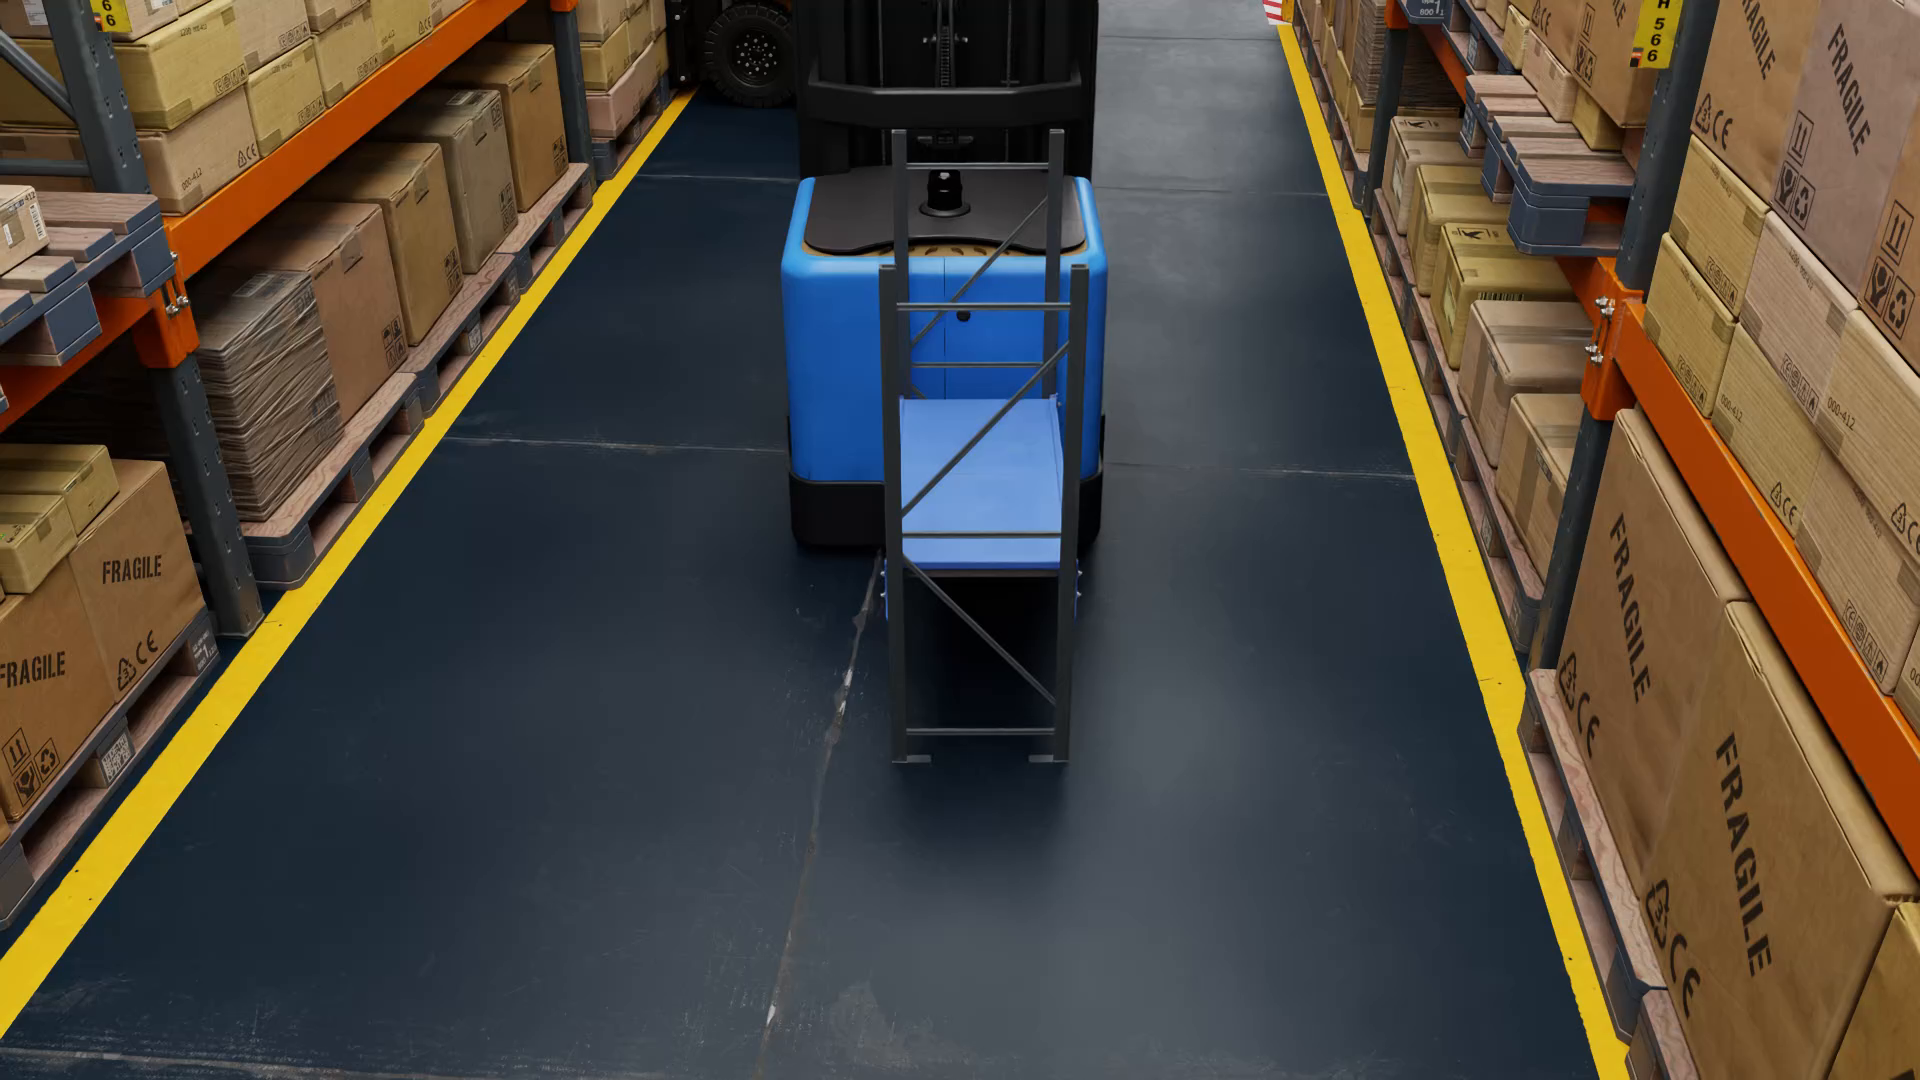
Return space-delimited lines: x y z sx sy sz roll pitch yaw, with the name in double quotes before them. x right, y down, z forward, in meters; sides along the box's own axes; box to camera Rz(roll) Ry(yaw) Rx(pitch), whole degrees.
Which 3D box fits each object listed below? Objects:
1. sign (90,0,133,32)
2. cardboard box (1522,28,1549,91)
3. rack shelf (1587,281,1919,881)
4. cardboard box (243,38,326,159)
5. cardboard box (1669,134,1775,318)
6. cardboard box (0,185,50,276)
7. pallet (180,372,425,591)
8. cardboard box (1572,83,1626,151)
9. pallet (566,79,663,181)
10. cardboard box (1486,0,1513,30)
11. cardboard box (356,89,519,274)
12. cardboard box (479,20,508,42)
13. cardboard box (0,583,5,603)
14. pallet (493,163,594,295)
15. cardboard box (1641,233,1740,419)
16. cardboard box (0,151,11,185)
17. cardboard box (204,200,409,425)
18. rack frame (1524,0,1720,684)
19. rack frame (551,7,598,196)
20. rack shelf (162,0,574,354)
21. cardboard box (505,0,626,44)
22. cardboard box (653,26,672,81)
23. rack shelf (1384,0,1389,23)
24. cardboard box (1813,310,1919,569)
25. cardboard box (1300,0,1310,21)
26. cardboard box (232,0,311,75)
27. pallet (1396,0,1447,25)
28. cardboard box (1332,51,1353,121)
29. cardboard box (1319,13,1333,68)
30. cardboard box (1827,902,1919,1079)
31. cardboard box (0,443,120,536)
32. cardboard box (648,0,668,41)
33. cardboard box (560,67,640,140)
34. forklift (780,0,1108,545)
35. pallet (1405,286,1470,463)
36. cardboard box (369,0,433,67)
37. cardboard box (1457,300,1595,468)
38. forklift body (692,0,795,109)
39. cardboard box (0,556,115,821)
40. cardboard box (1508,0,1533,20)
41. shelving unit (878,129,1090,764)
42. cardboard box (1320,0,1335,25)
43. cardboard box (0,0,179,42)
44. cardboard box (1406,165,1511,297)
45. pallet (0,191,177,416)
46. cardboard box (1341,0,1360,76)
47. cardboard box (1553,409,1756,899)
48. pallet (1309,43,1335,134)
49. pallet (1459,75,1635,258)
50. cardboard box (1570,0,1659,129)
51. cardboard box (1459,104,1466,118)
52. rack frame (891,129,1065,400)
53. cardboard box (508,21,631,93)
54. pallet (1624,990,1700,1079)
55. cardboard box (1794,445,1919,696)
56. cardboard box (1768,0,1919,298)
"sign" -2.192 -1.457 4.226 0.100 0.325 0.005 2 32 4
"cardboard box" 1.960 -1.467 5.111 0.380 0.149 0.250 1 32 2
"rack shelf" 2.051 0.547 2.690 1.077 0.370 4.000 2 32 4
"cardboard box" -2.408 -1.436 5.364 0.500 0.250 0.500 2 32 3
"cardboard box" 1.926 -0.700 3.693 0.500 0.250 0.500 2 32 4
"cardboard box" -2.405 -0.728 3.911 0.380 0.149 0.250 3 32 5
"pallet" -2.628 -0.257 5.966 1.003 0.211 1.213 2 32 4
"cardboard box" 1.955 -1.202 4.681 0.380 0.149 0.250 3 32 5
"pallet" -2.302 -2.334 9.336 1.003 0.211 1.213 2 32 4
"cardboard box" 2.053 -1.872 5.768 0.380 0.149 0.250 1 32 2
"cardboard box" -2.511 -1.596 7.344 0.875 0.625 0.625 2 32 3
"cardboard box" -2.561 -2.807 8.713 0.500 0.250 0.500 3 32 5
"cardboard box" -2.579 0.143 4.024 0.380 0.149 0.250 1 32 2
"pallet" -2.430 -1.533 8.037 1.003 0.211 1.213 2 32 4
"cardboard box" 1.923 -0.496 3.839 0.500 0.250 0.500 2 32 3
"cardboard box" -2.952 -1.198 4.977 0.500 0.250 0.500 2 32 3
"cardboard box" -2.624 -0.851 6.135 0.875 0.625 0.625 3 32 6
"rack frame" 2.213 -0.805 4.198 1.000 3.000 0.127 2 32 4
"rack frame" -2.408 -3.107 7.933 1.000 3.000 0.127 2 32 4
"rack shelf" -2.571 -1.755 6.425 1.077 0.370 4.000 2 32 4
"cardboard box" -2.056 -2.781 8.670 0.500 0.250 0.500 2 32 3
"cardboard box" -1.987 -2.890 9.800 0.500 0.250 0.500 3 32 5
"rack shelf" 2.702 -3.637 9.478 1.077 0.370 4.000 2 32 4
"cardboard box" 1.830 -0.170 2.833 0.500 0.250 0.500 2 32 4
"cardboard box" 2.523 -3.587 10.932 0.500 0.250 0.500 2 32 4
"cardboard box" -2.413 -1.648 5.231 0.500 0.250 0.500 3 32 6
"pallet" 2.332 -2.422 7.004 1.003 0.211 1.213 2 32 4
"cardboard box" 2.353 -2.505 9.176 0.500 0.250 0.500 2 32 3
"cardboard box" 2.443 -3.034 10.035 0.500 0.250 0.500 5 32 7
"cardboard box" 1.924 1.212 2.550 0.875 0.875 0.875 3 32 5
"cardboard box" -2.522 -0.137 4.478 0.380 0.149 0.250 1 32 2
"cardboard box" -1.970 -3.094 9.655 0.500 0.250 0.500 2 32 4
"cardboard box" -2.039 -2.354 8.932 0.500 0.250 0.500 3 32 4
"forklift" -0.054 -1.964 6.143 1.130 2.935 3.031 0 32 0
"pallet" 2.380 -0.663 6.625 1.003 0.211 1.213 2 32 4
"cardboard box" -2.330 -1.977 6.242 0.500 0.250 0.500 3 32 6
"cardboard box" 2.321 -0.547 5.883 0.950 0.372 0.625 2 32 3
"forklift body" -0.419 -3.768 9.814 2.313 2.155 1.214 2 32 4
"cardboard box" -2.605 0.361 4.287 0.500 0.500 0.500 2 32 3
"cardboard box" 2.044 -1.938 5.256 0.500 0.500 0.500 0 32 1
"shelving unit" 0.054 -0.278 4.771 0.538 1.500 1.048 0 32 0
"cardboard box" 2.435 -3.358 9.846 0.500 0.500 0.500 3 32 5
"cardboard box" -2.415 -1.488 4.592 0.380 0.149 0.250 3 32 5
"cardboard box" 2.444 -1.307 7.116 0.950 0.372 0.625 4 32 7
"pallet" -2.719 -0.576 4.009 1.213 0.211 1.003 2 32 4
"cardboard box" 2.359 -2.811 8.959 0.500 0.500 0.500 3 32 5
"cardboard box" 2.074 0.278 4.065 0.875 0.875 0.875 2 32 4
"pallet" 2.655 -2.702 9.934 1.003 0.211 1.213 2 32 4
"pallet" 2.165 -1.101 4.860 1.213 0.211 1.003 2 32 4
"cardboard box" 1.973 -1.403 4.388 0.500 0.500 0.500 2 32 3
"cardboard box" 2.856 -2.202 8.685 0.500 0.250 0.500 1 32 2
"rack frame" 0.052 -0.544 5.204 0.500 1.500 0.032 0 32 0
"cardboard box" -2.061 -2.568 8.802 0.500 0.250 0.500 2 32 4
"pallet" 1.972 1.427 3.233 1.003 0.211 1.213 2 32 4
"cardboard box" 1.850 0.047 2.958 0.500 0.250 0.500 3 32 6
"cardboard box" 1.899 -0.766 3.086 0.500 0.500 0.500 3 32 4
